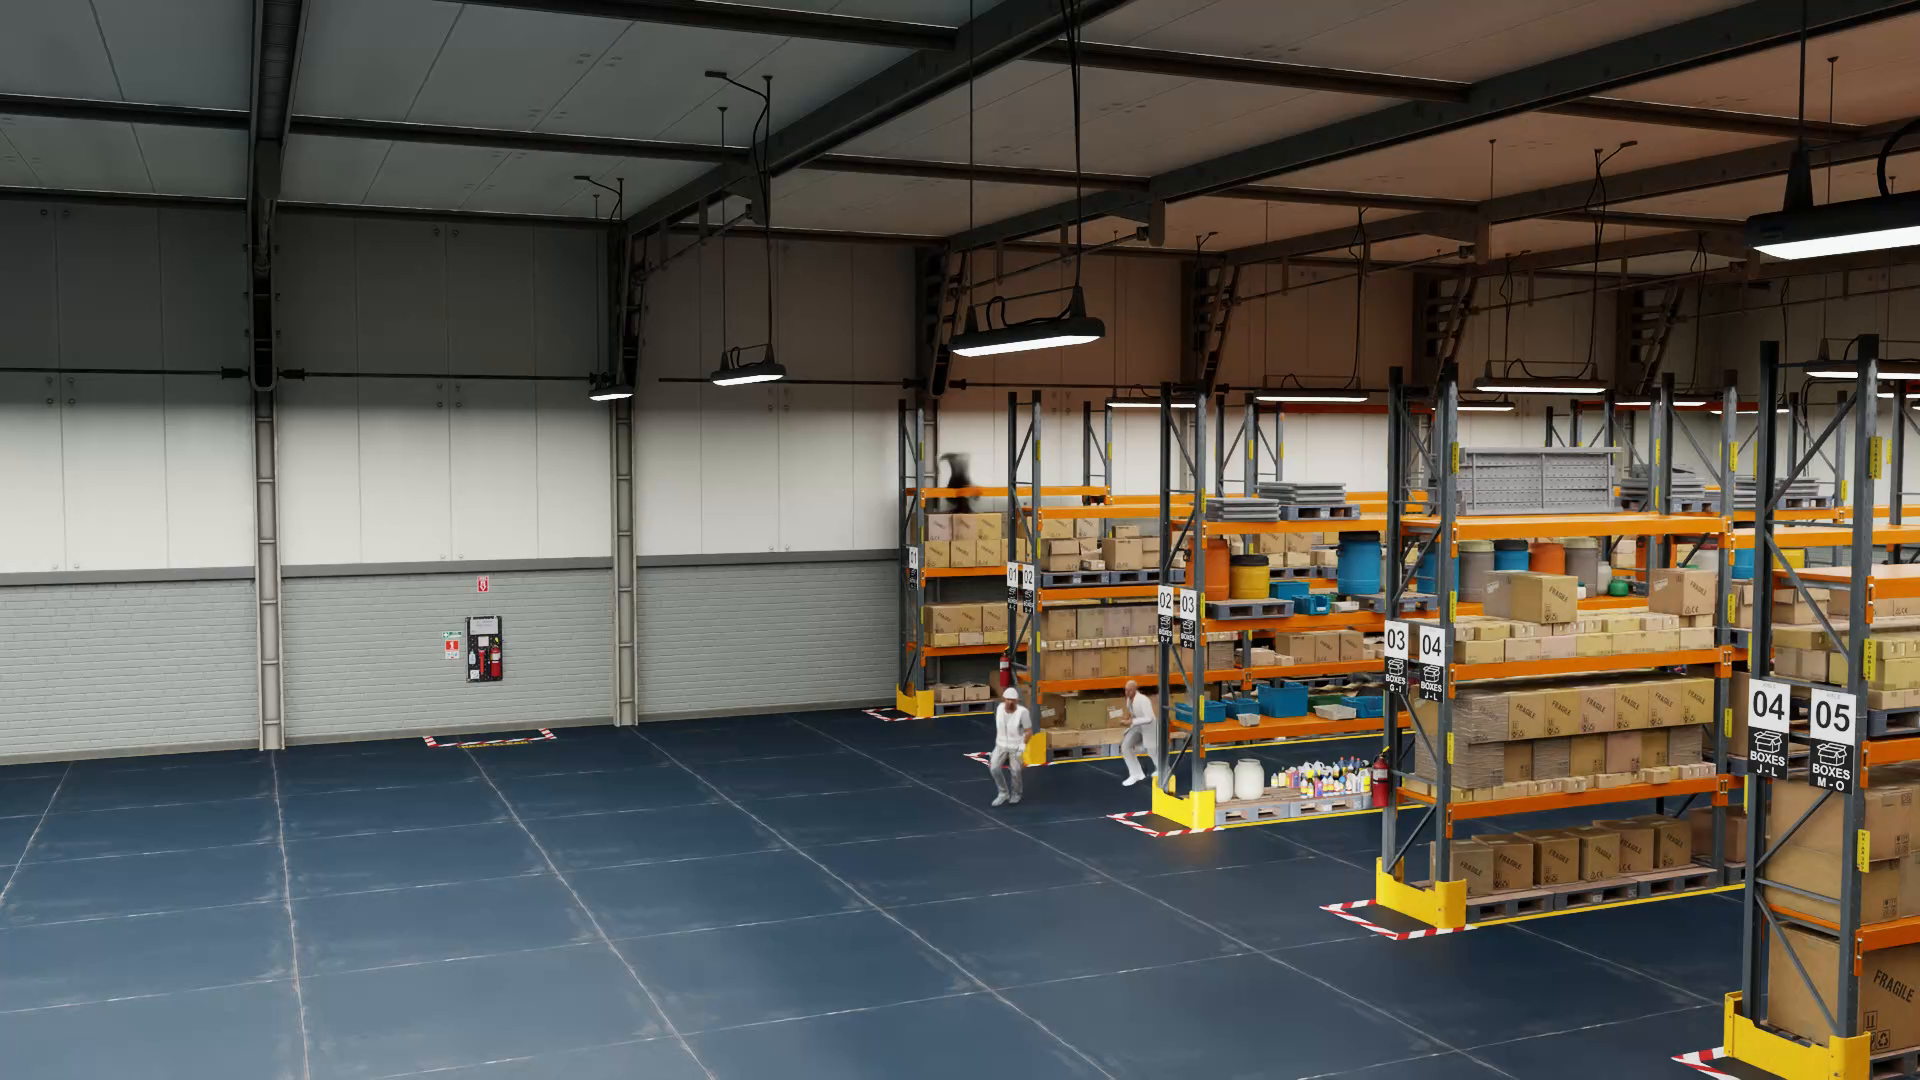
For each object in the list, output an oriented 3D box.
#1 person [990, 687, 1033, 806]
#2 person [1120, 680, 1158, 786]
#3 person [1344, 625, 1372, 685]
[{"bbox_3d":[0.737,2.907,23.464,0.649,1.707,0.791,1,4,20],"label":"person"},{"bbox_3d":[2.798,2.877,25.064,1.192,1.586,0.705,-3,4,-40],"label":"person"},{"bbox_3d":[8.046,2.453,33.576,0.863,1.552,0.547,-3,4,-42],"label":"person"}]
